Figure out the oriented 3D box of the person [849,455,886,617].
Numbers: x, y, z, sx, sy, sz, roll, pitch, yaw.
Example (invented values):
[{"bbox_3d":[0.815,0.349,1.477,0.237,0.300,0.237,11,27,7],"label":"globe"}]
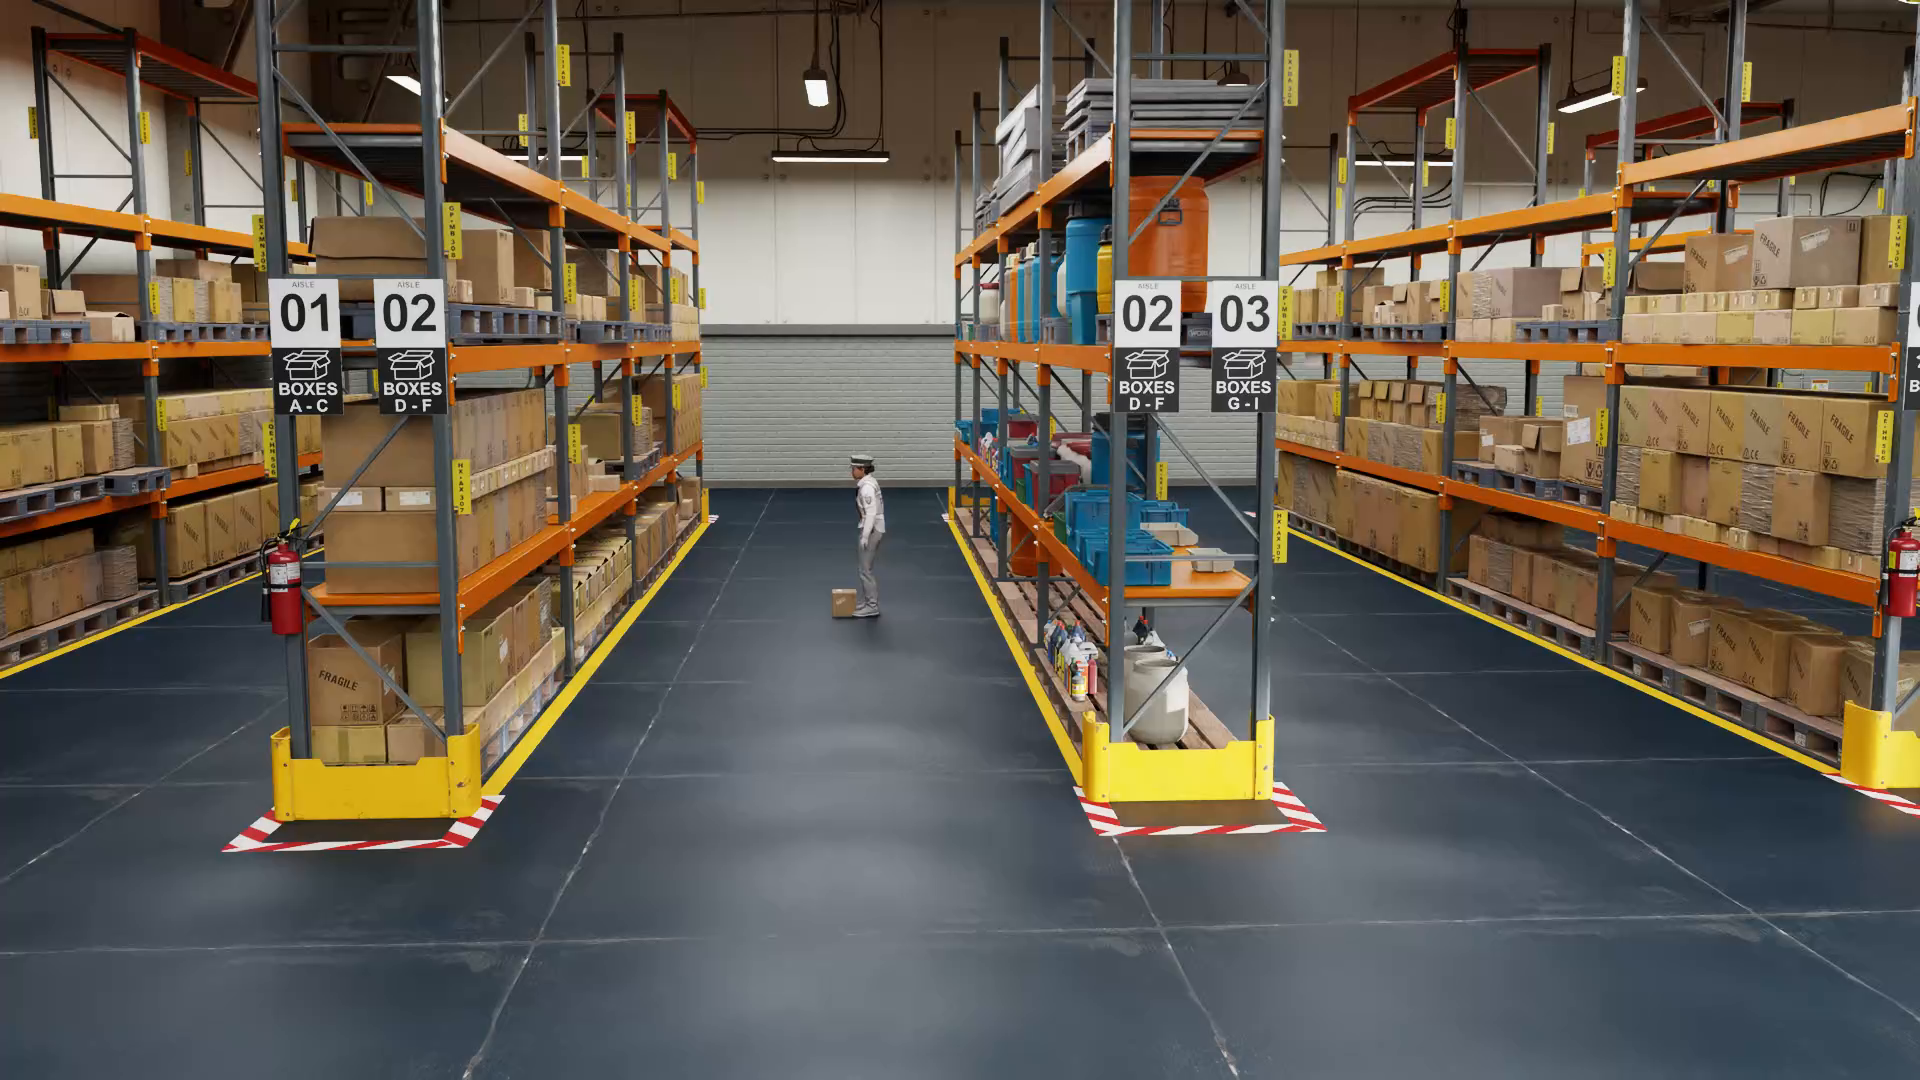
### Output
[{"bbox_3d":[-0.957,-0.053,17.168,0.374,1.663,0.526,-1,7,-4],"label":"person"}]
